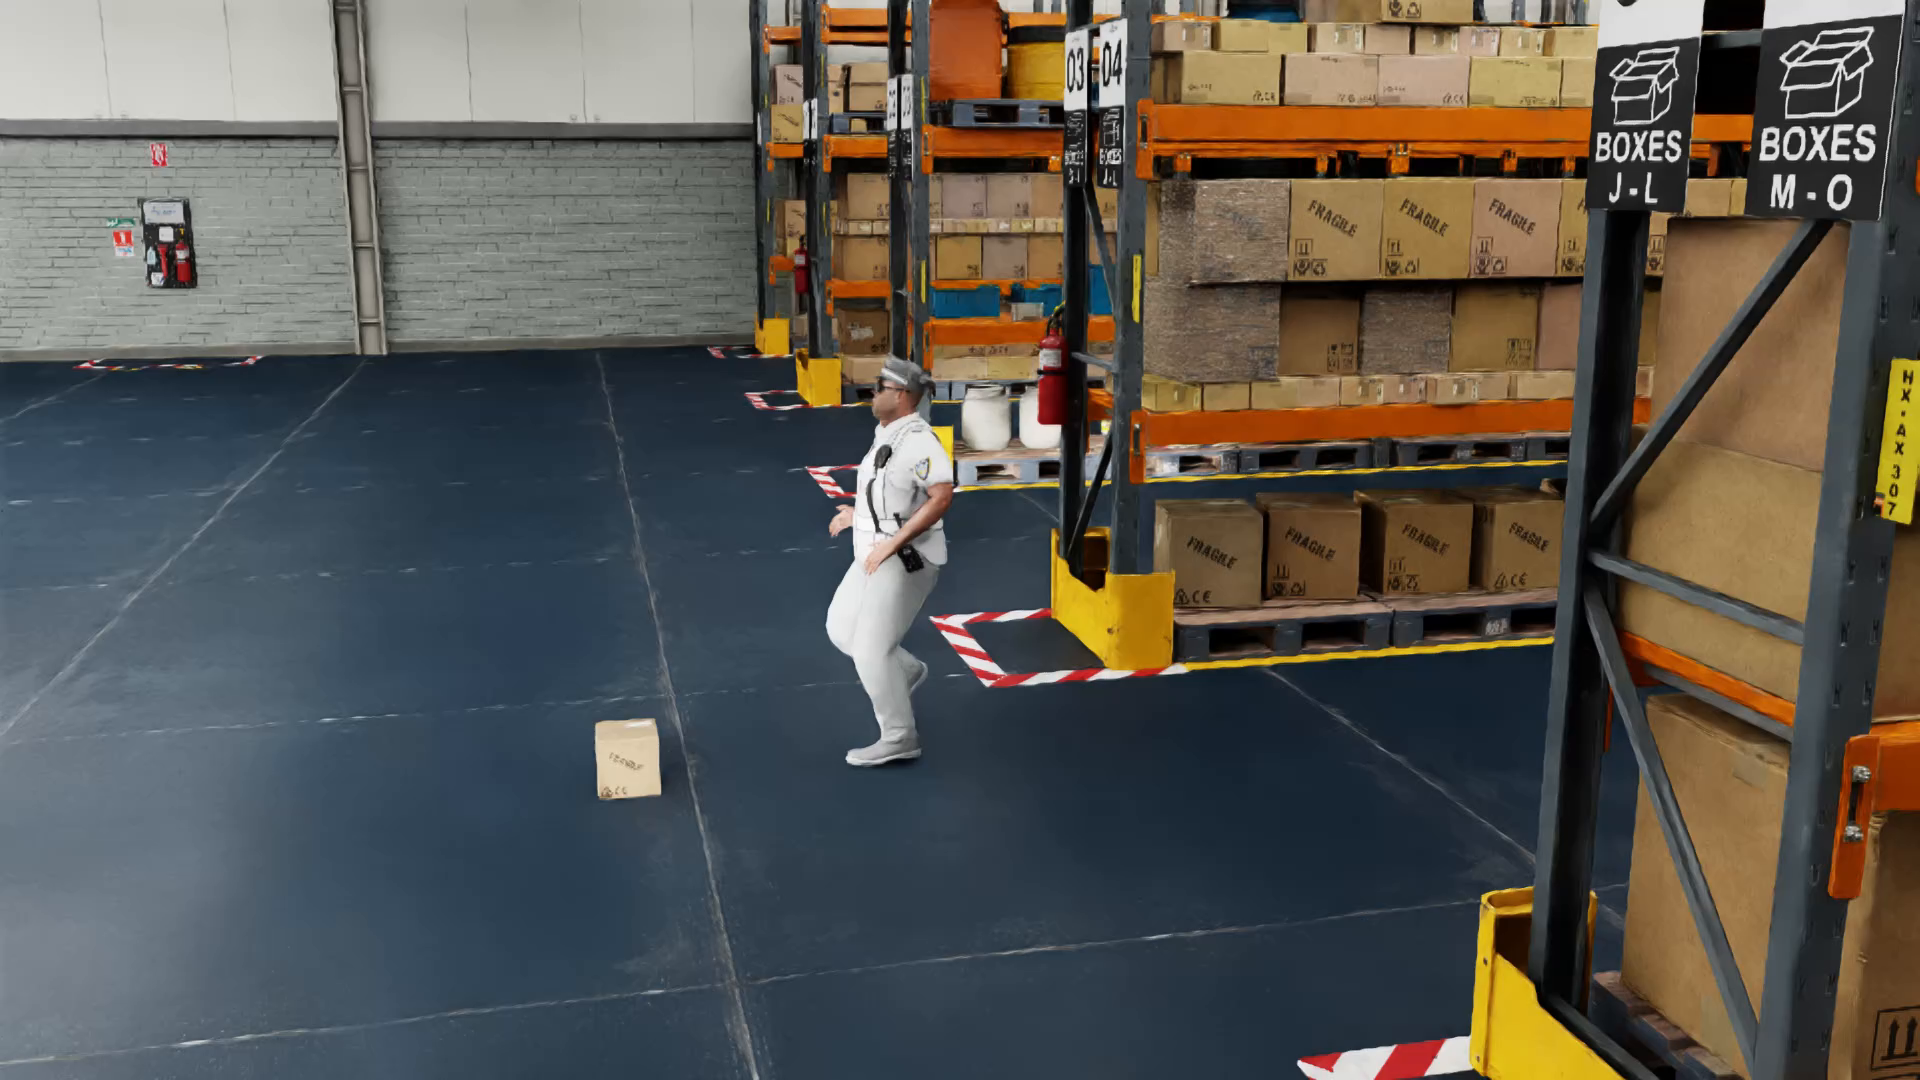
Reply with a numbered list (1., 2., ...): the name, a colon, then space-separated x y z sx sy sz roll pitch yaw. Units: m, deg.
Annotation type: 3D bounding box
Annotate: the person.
1. person: -0.296 0.068 7.174 0.510 1.756 0.783 -5 13 -19
